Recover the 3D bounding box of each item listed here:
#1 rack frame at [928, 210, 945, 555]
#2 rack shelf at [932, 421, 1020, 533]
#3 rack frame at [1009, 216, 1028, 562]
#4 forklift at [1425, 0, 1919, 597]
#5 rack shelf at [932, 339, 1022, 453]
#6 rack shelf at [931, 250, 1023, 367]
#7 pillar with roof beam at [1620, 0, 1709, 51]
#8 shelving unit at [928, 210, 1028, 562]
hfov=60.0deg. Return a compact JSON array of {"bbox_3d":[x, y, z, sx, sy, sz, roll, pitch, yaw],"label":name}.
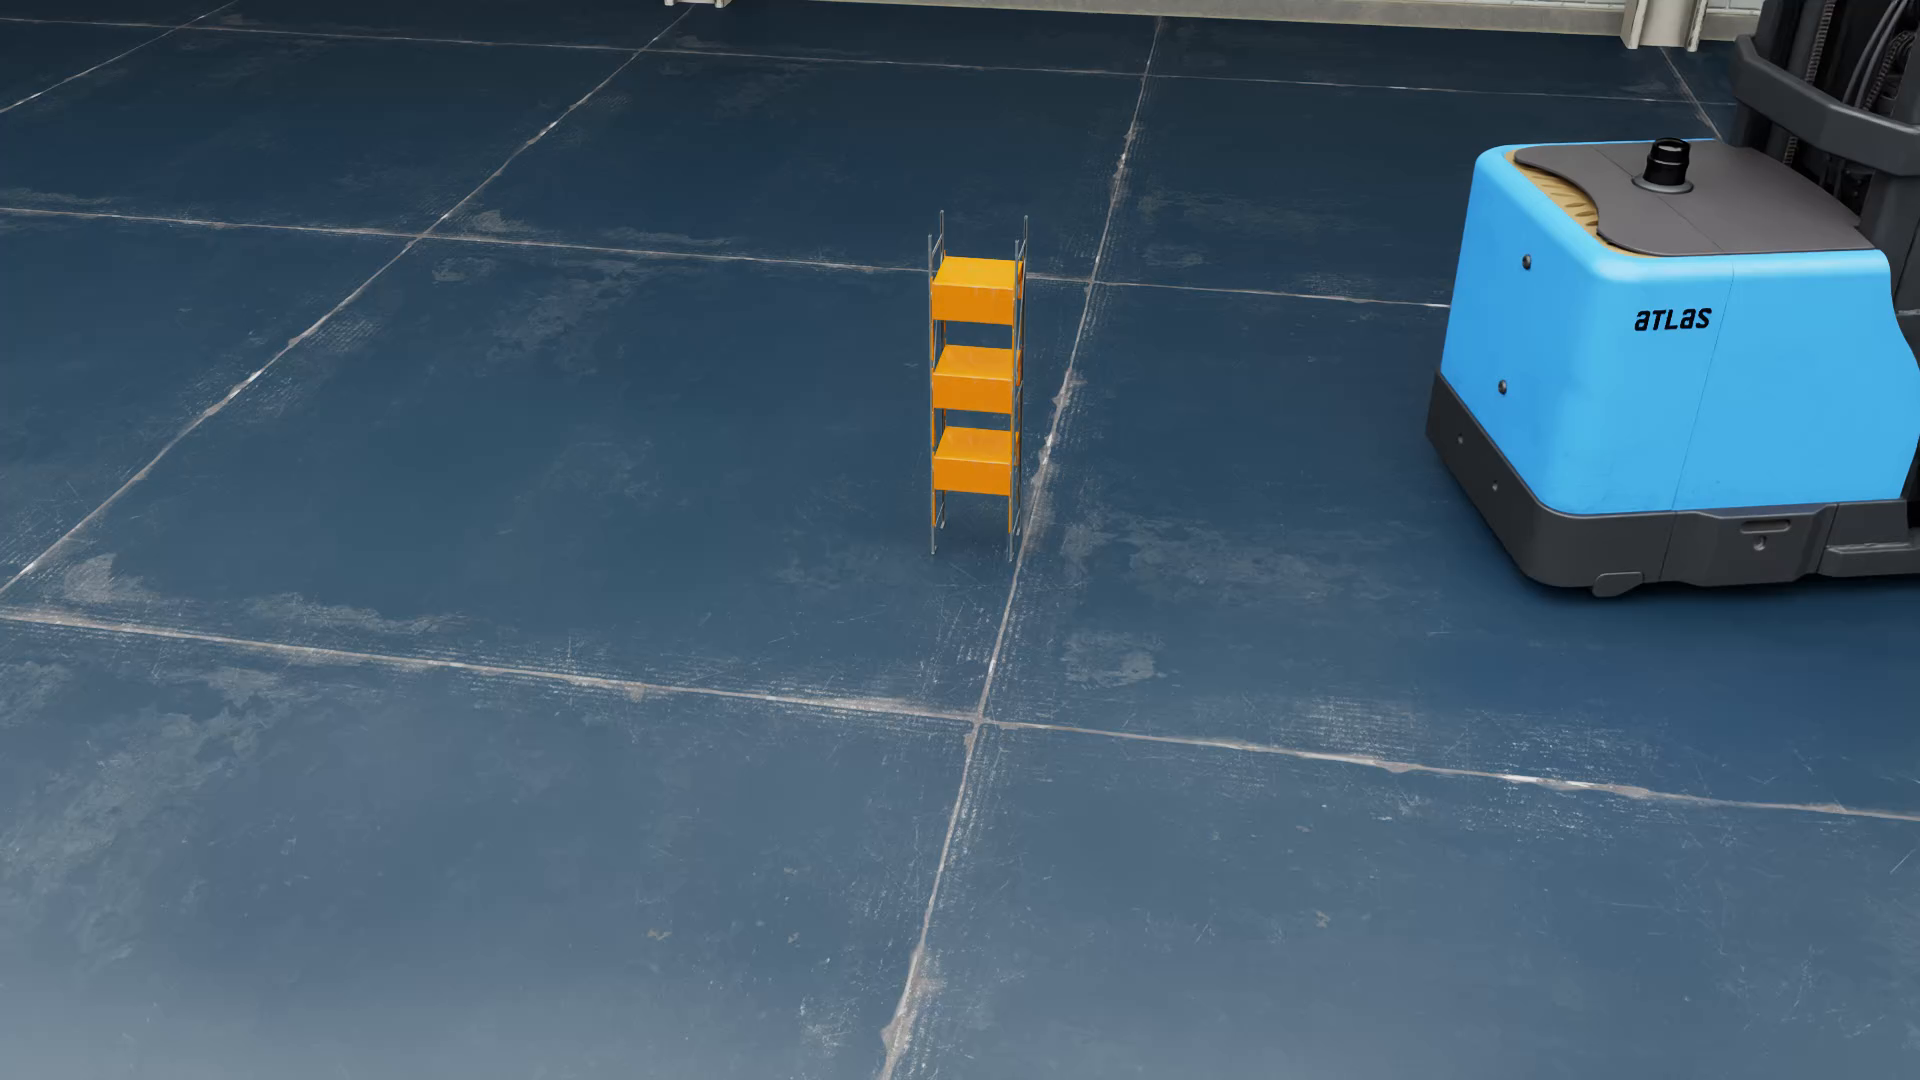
[{"bbox_3d":[-0.068,-0.451,4.981,0.008,1.050,0.200,5,32,8],"label":"rack frame"},{"bbox_3d":[0.053,-0.196,5.117,0.240,0.259,0.215,5,32,8],"label":"rack shelf"},{"bbox_3d":[0.173,-0.429,4.946,0.008,1.050,0.200,5,32,8],"label":"rack frame"},{"bbox_3d":[3.143,-1.392,4.711,3.031,2.935,1.130,-3,32,-5],"label":"forklift"},{"bbox_3d":[0.053,-0.431,4.969,0.240,0.259,0.215,5,32,8],"label":"rack shelf"},{"bbox_3d":[0.053,-0.672,4.819,0.240,0.259,0.215,5,32,8],"label":"rack shelf"},{"bbox_3d":[3.491,-4.568,4.066,0.400,9.000,9.100,5,32,8],"label":"pillar with roof beam"},{"bbox_3d":[0.053,-0.440,4.964,0.252,1.050,0.215,5,32,8],"label":"shelving unit"}]
